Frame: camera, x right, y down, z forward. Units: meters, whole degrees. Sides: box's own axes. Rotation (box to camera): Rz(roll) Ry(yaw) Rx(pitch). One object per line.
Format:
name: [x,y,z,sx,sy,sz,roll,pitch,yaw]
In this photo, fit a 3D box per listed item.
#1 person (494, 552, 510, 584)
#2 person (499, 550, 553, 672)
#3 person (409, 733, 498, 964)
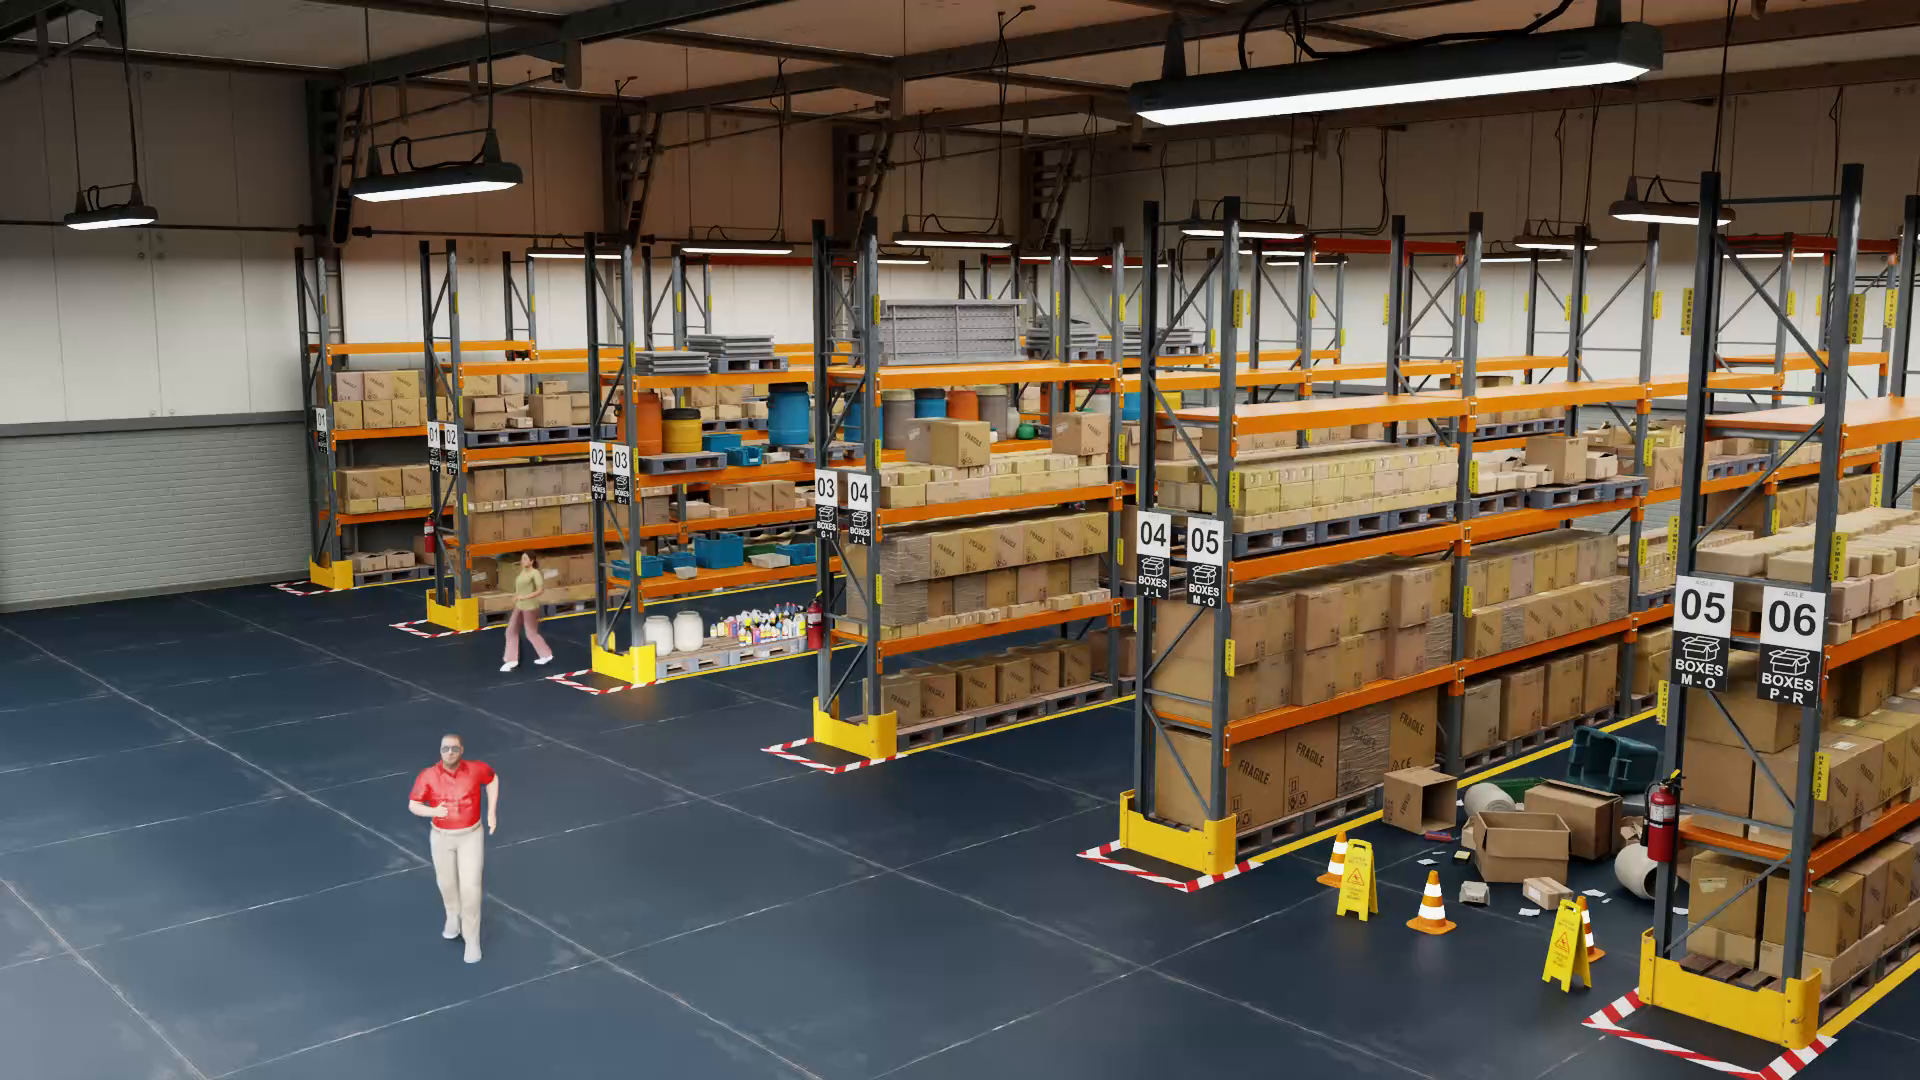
person: [-7.785,0.103,28.647,0.905,1.812,0.710,-8,11,-42]
person: [-6.012,0.988,23.065,0.610,1.707,0.776,8,12,43]
person: [-3.992,2.406,13.158,0.652,1.811,0.832,-2,9,-10]
